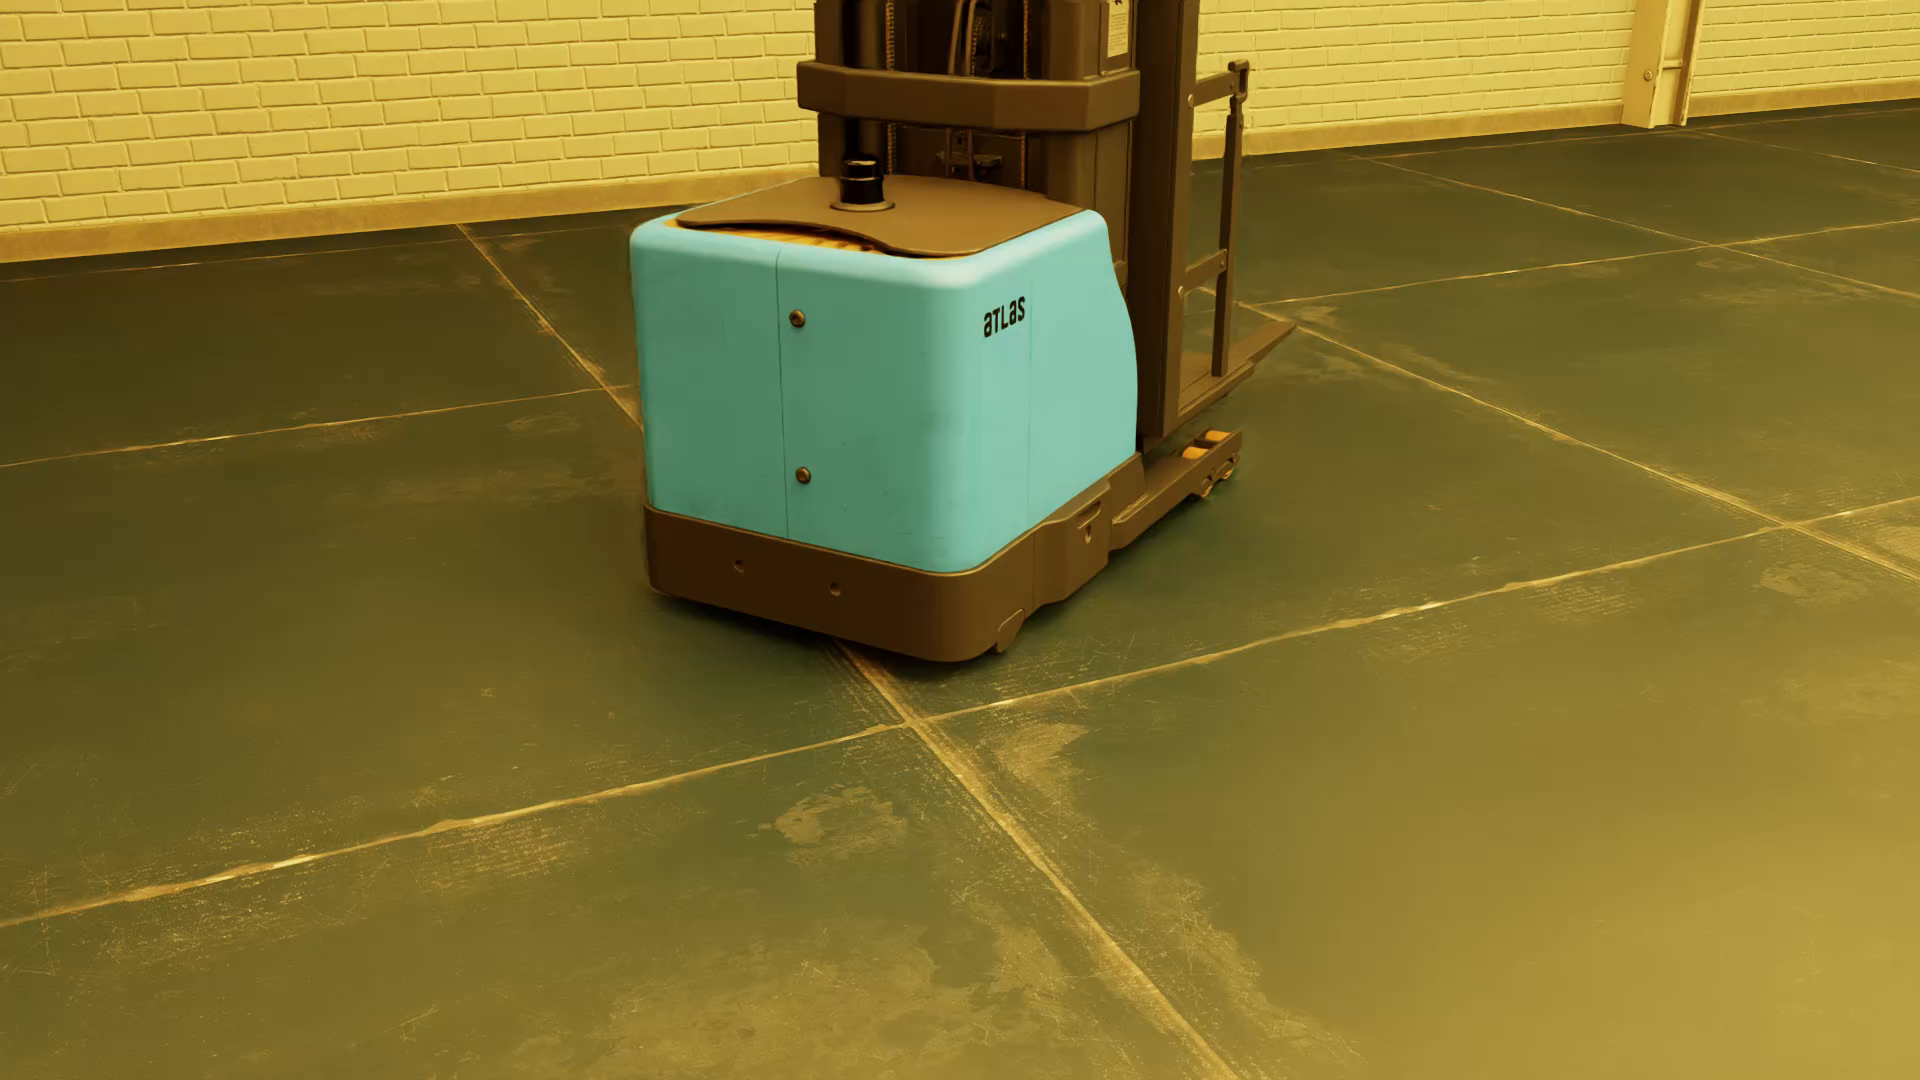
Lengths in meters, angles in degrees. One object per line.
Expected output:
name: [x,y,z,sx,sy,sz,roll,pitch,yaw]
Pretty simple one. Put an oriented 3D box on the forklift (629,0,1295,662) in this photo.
forklift: [0.294,-1.569,5.063,1.130,2.935,3.031,12,25,27]
